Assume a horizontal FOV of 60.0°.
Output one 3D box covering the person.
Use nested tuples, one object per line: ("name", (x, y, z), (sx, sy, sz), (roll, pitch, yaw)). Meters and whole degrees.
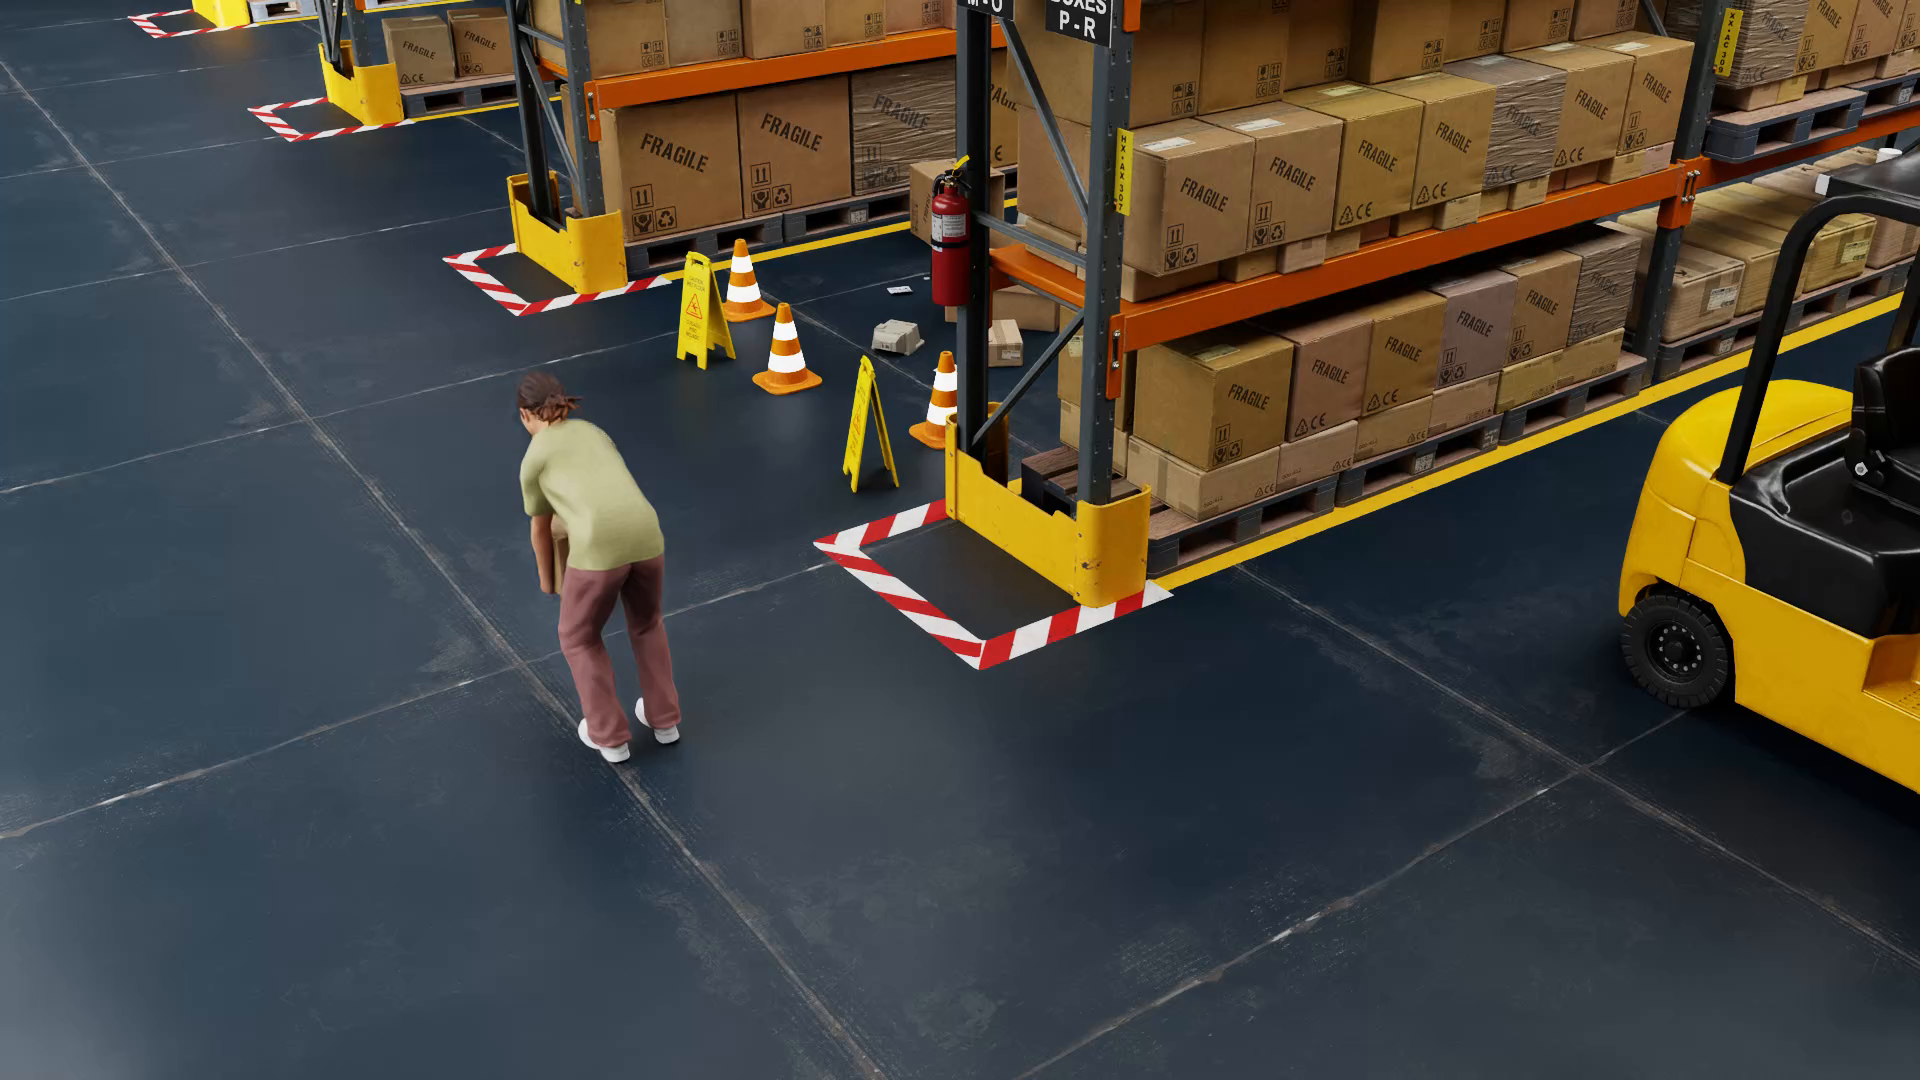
("person", (-1.393, 0.089, 6.278), (0.407, 1.378, 0.777), (-20, 34, -32))
